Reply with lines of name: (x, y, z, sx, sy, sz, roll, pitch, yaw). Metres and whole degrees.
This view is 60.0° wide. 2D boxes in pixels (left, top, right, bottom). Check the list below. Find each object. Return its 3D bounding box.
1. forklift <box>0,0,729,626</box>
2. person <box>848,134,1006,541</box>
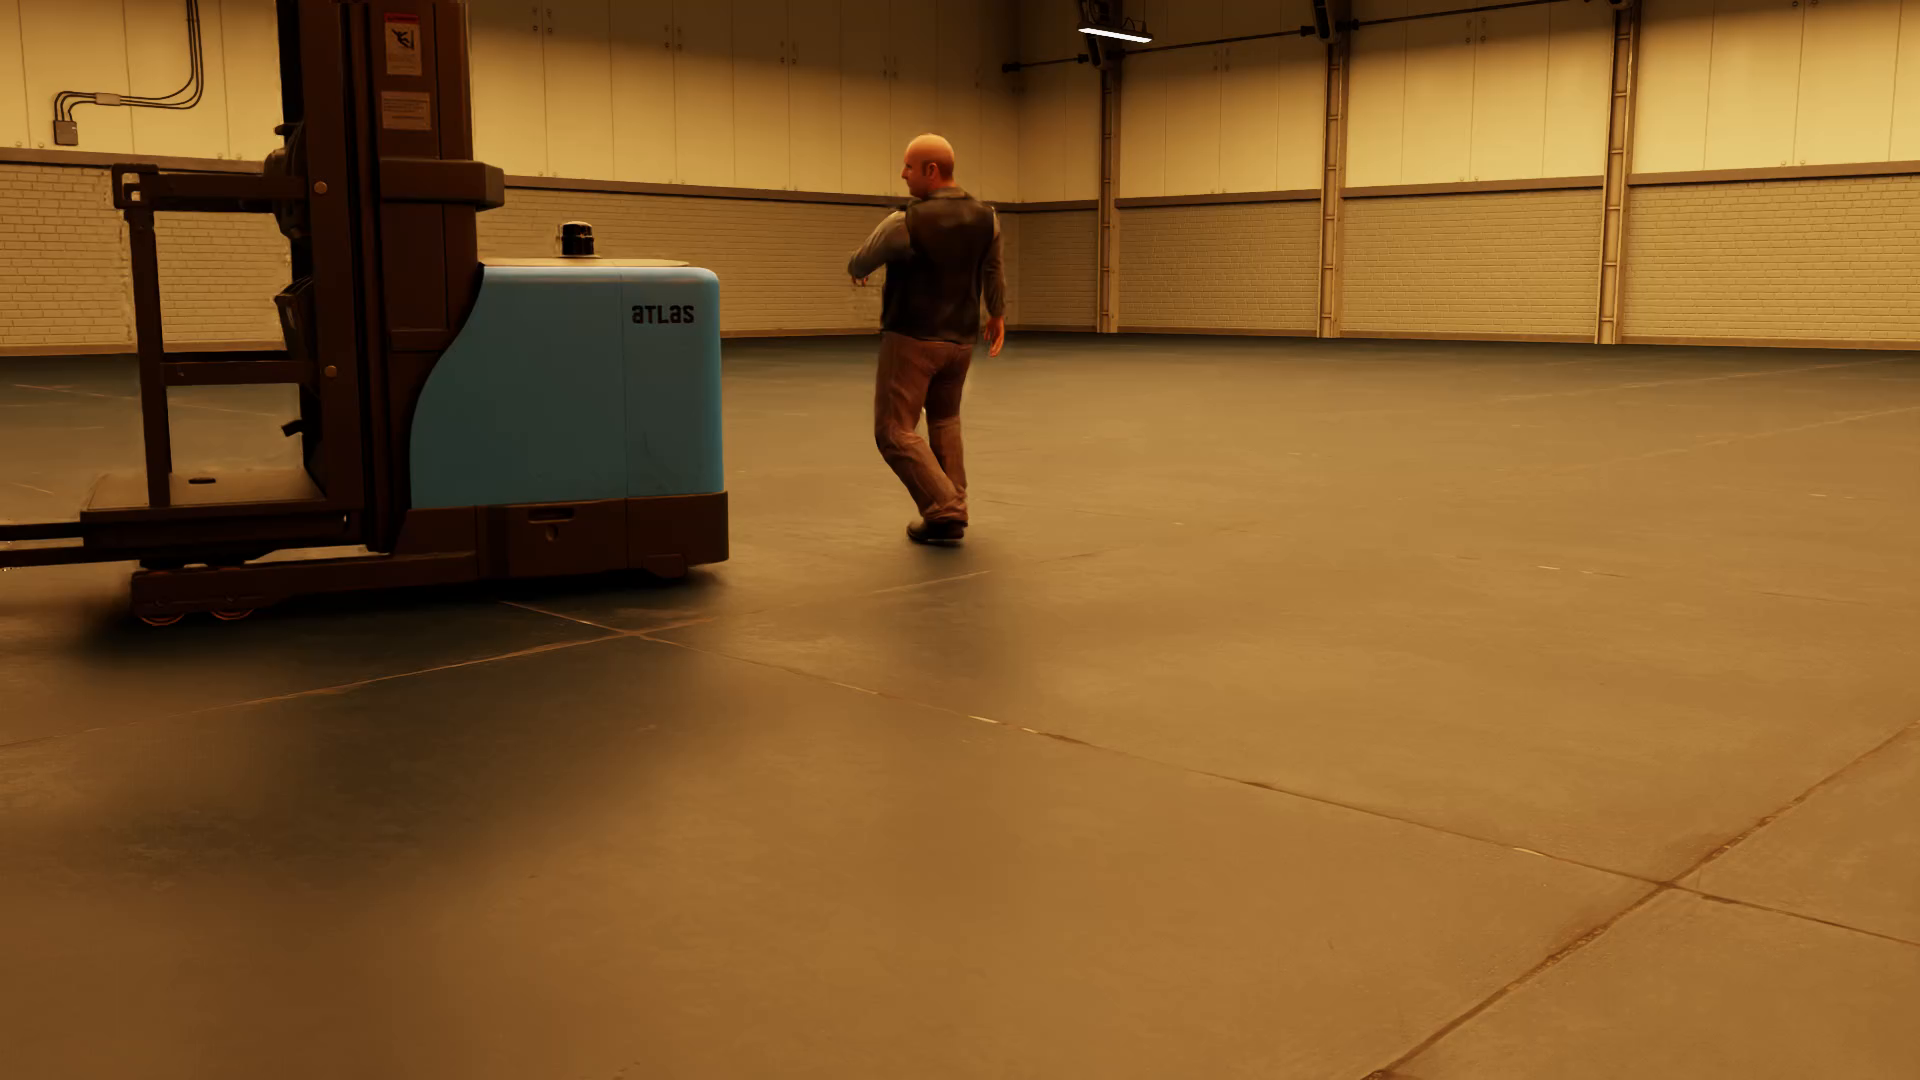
forklift: (-2.365, -1.280, 5.373, 3.031, 2.935, 1.130, -4, 9, -25)
person: (-0.108, -0.839, 6.897, 0.842, 1.608, 0.758, 8, 11, 41)
